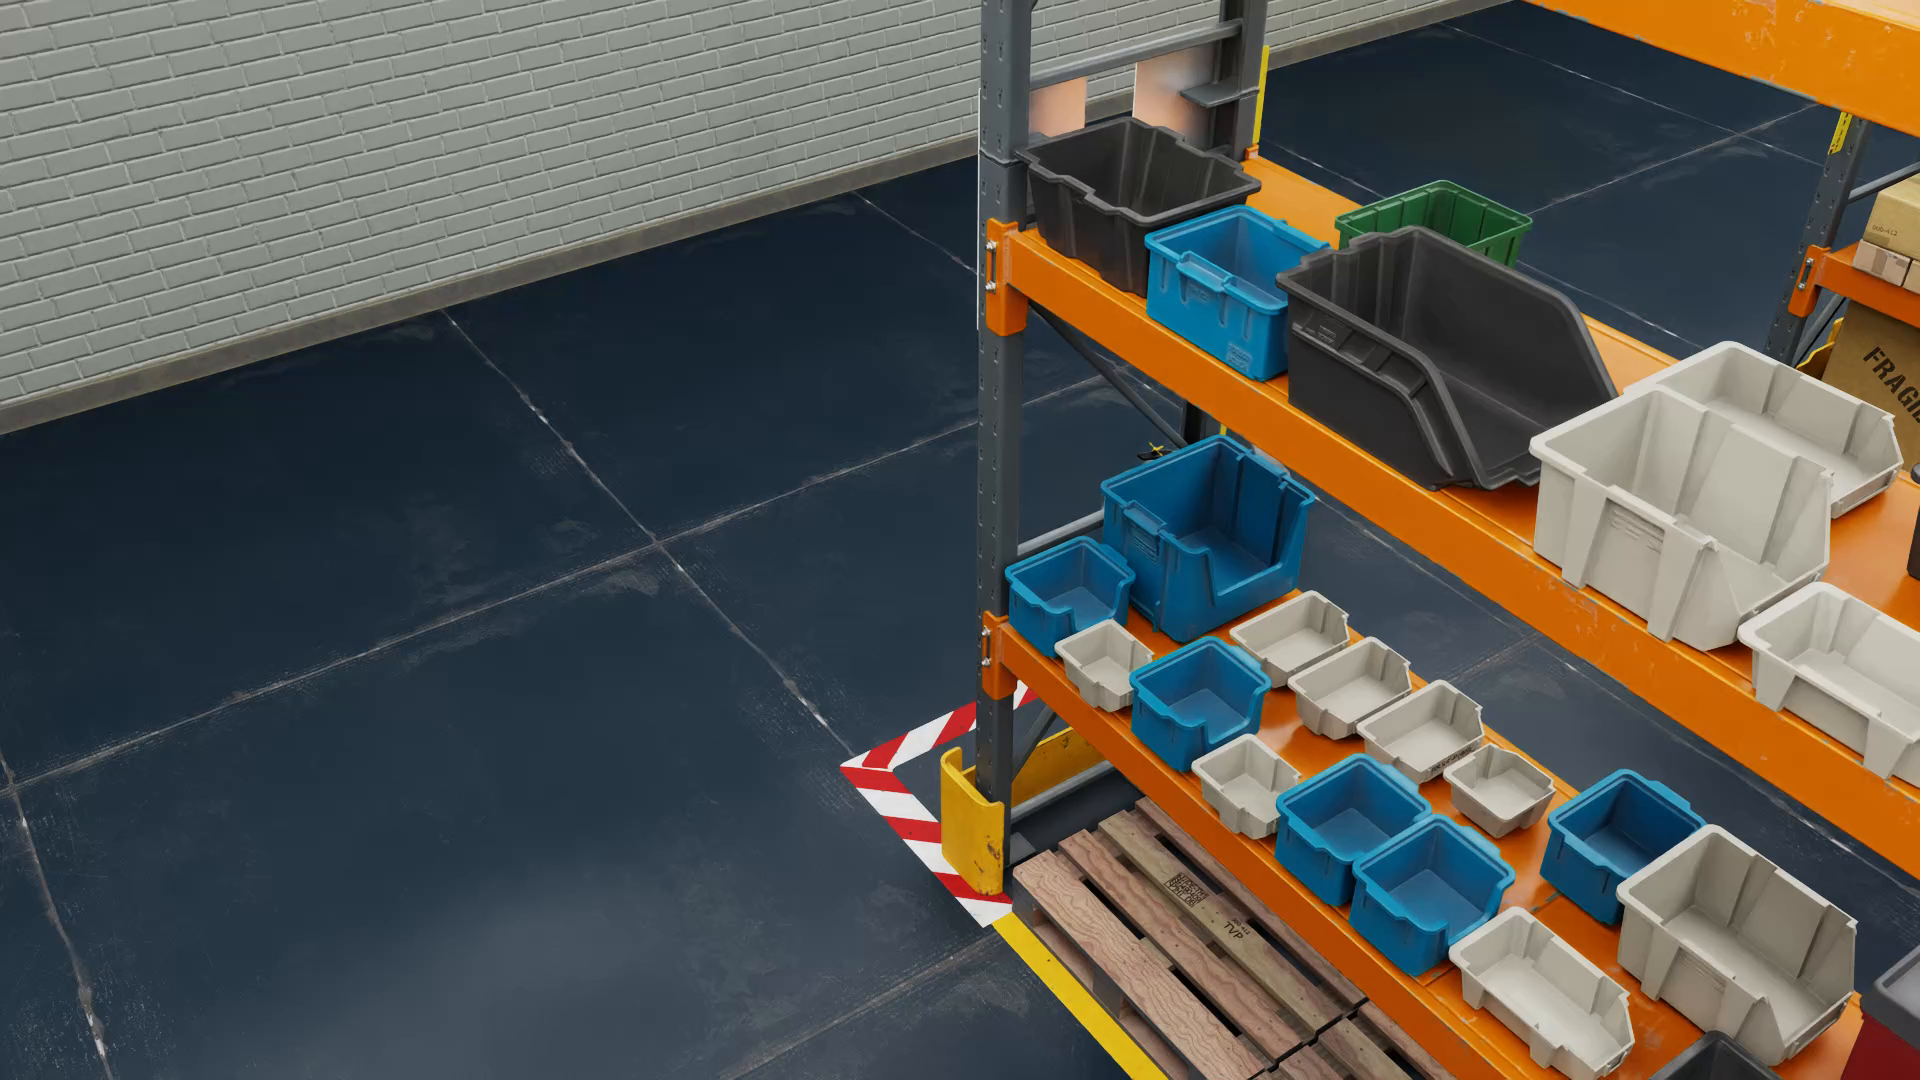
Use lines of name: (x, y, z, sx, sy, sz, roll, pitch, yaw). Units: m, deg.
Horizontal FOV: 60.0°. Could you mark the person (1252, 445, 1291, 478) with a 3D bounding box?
person: (1.095, -0.012, 7.687, 0.851, 0.876, 0.482, -3, 37, -3)
